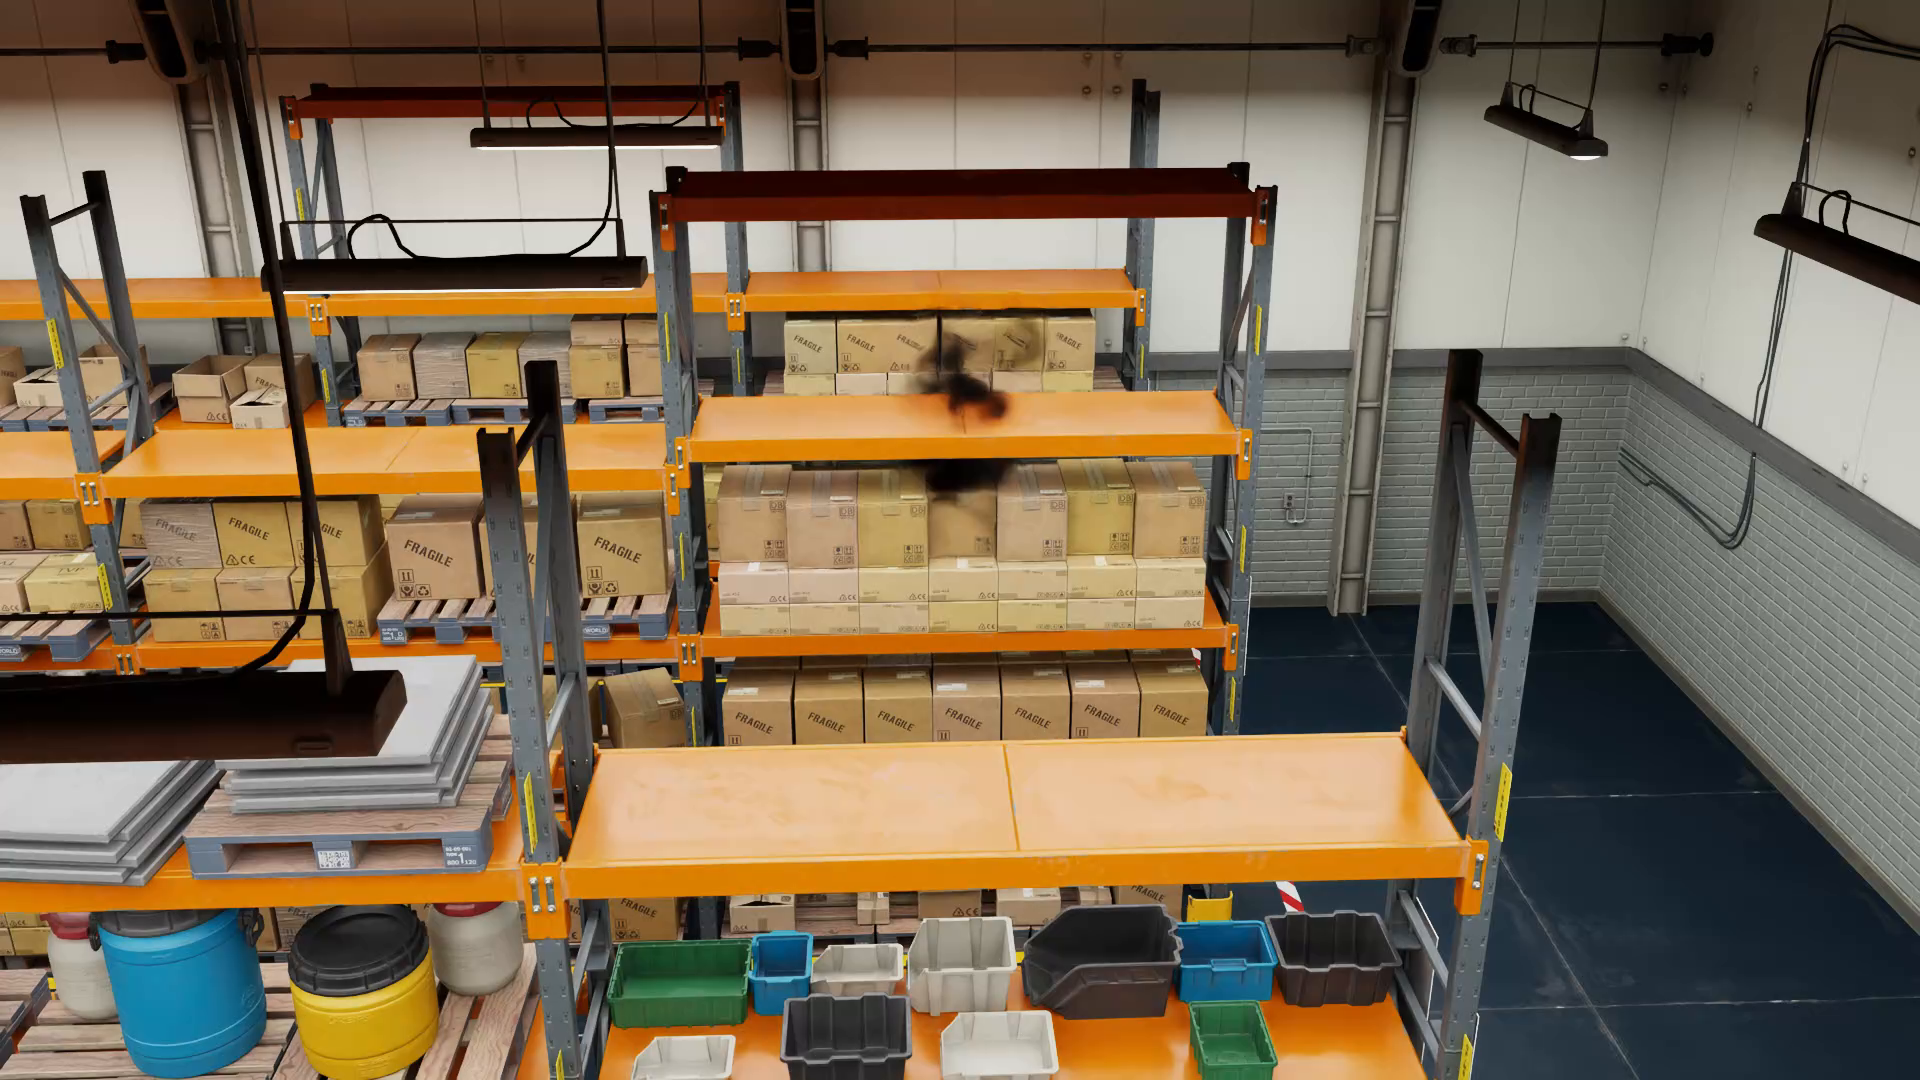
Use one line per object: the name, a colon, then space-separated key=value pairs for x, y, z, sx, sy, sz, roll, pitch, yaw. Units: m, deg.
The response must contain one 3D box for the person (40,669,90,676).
person: x=-8.019 y=1.517 z=15.095 sx=0.866 sy=1.748 sz=0.742 roll=-6 pitch=23 yaw=-15
